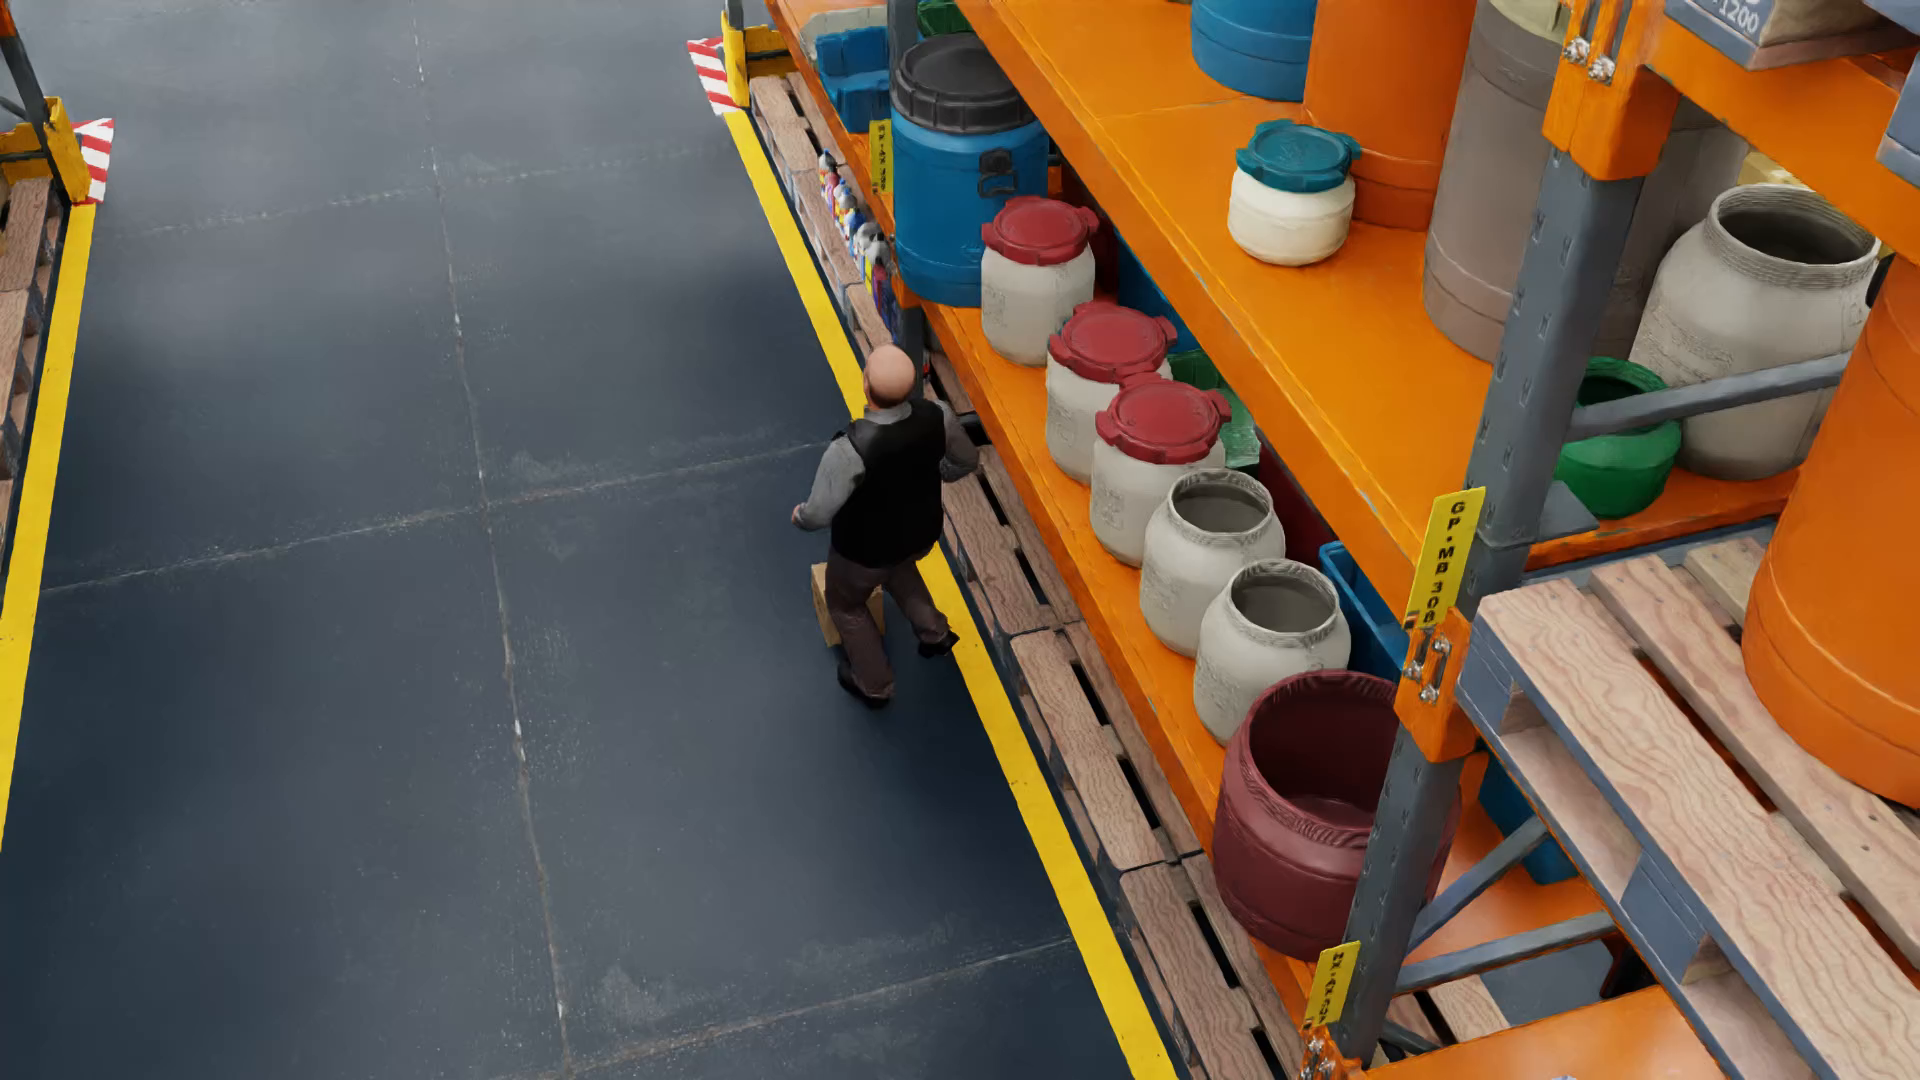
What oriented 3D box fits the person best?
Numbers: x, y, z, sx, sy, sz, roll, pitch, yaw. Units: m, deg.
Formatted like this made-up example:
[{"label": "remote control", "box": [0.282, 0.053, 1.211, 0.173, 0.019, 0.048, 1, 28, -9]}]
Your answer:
[{"label": "person", "box": [-0.326, -0.047, 6.257, 0.716, 1.694, 0.505, -31, 50, -30]}]
